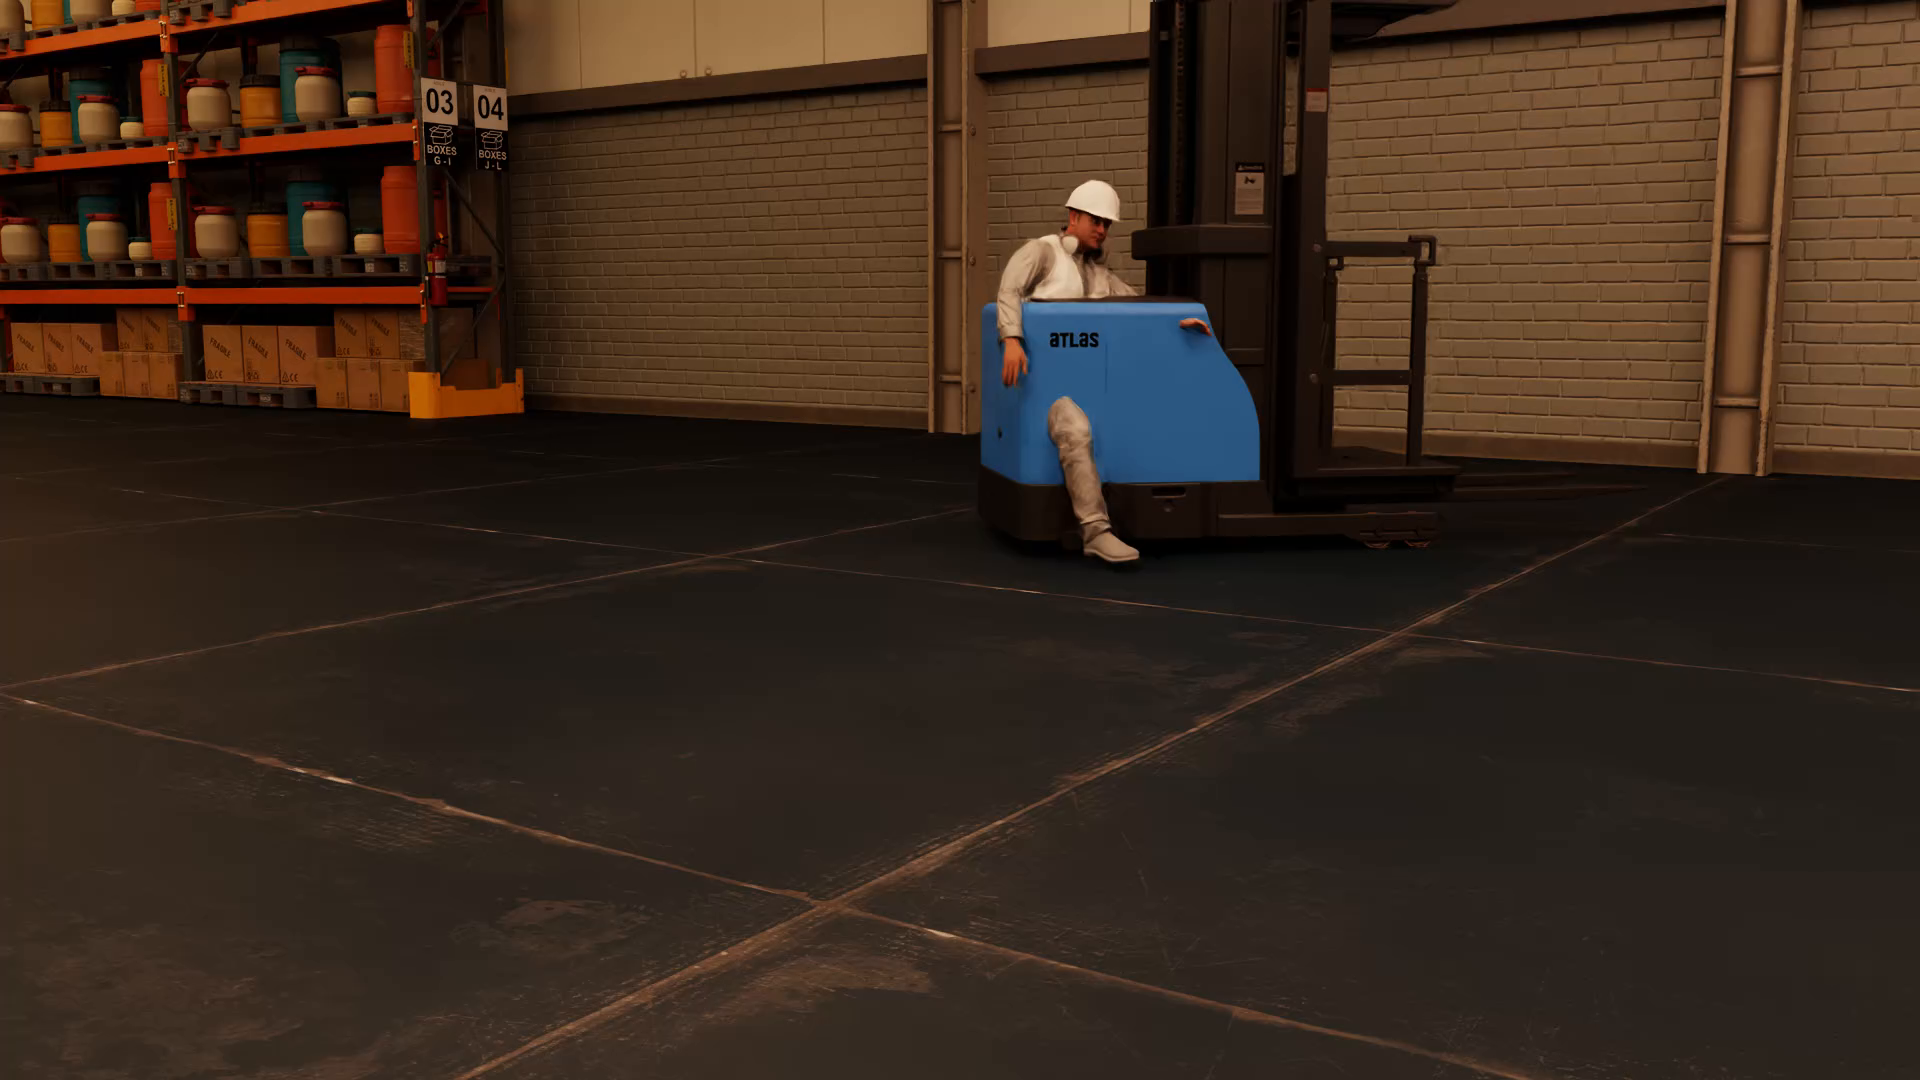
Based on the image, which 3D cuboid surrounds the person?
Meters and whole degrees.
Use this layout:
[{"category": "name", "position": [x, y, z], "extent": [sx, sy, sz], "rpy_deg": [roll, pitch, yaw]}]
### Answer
[{"category": "person", "position": [0.628, -0.753, 7.080], "extent": [0.866, 1.565, 0.930], "rpy_deg": [-7, 11, -40]}]

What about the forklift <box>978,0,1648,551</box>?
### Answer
[{"category": "forklift", "position": [1.652, -1.482, 7.617], "extent": [3.031, 2.935, 1.130], "rpy_deg": [-1, 8, -10]}]
